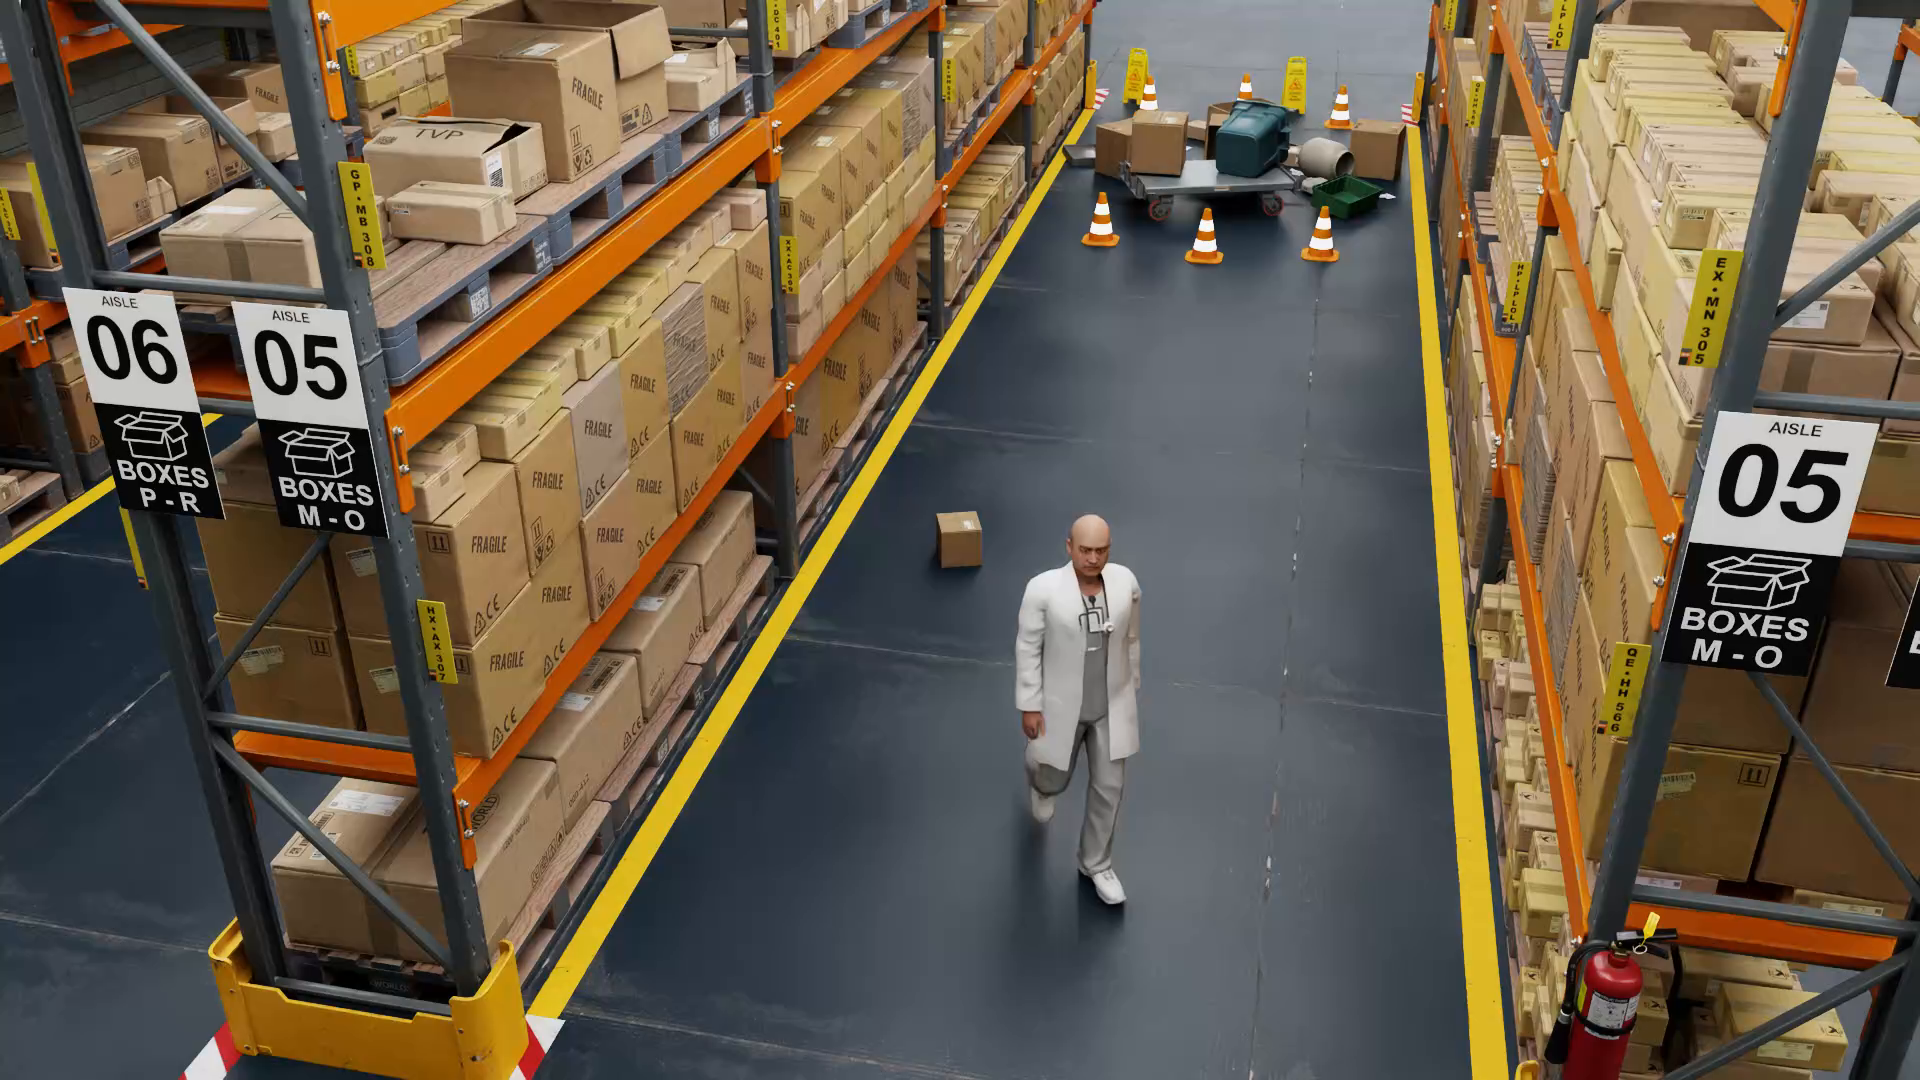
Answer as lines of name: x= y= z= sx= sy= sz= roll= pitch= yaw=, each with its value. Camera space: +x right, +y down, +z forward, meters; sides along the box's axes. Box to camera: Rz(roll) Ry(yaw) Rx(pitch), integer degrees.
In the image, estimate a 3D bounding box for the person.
person: x=0.518 y=0.726 z=7.371 sx=0.590 sy=1.655 sz=0.890 roll=-6 pitch=29 yaw=-11
